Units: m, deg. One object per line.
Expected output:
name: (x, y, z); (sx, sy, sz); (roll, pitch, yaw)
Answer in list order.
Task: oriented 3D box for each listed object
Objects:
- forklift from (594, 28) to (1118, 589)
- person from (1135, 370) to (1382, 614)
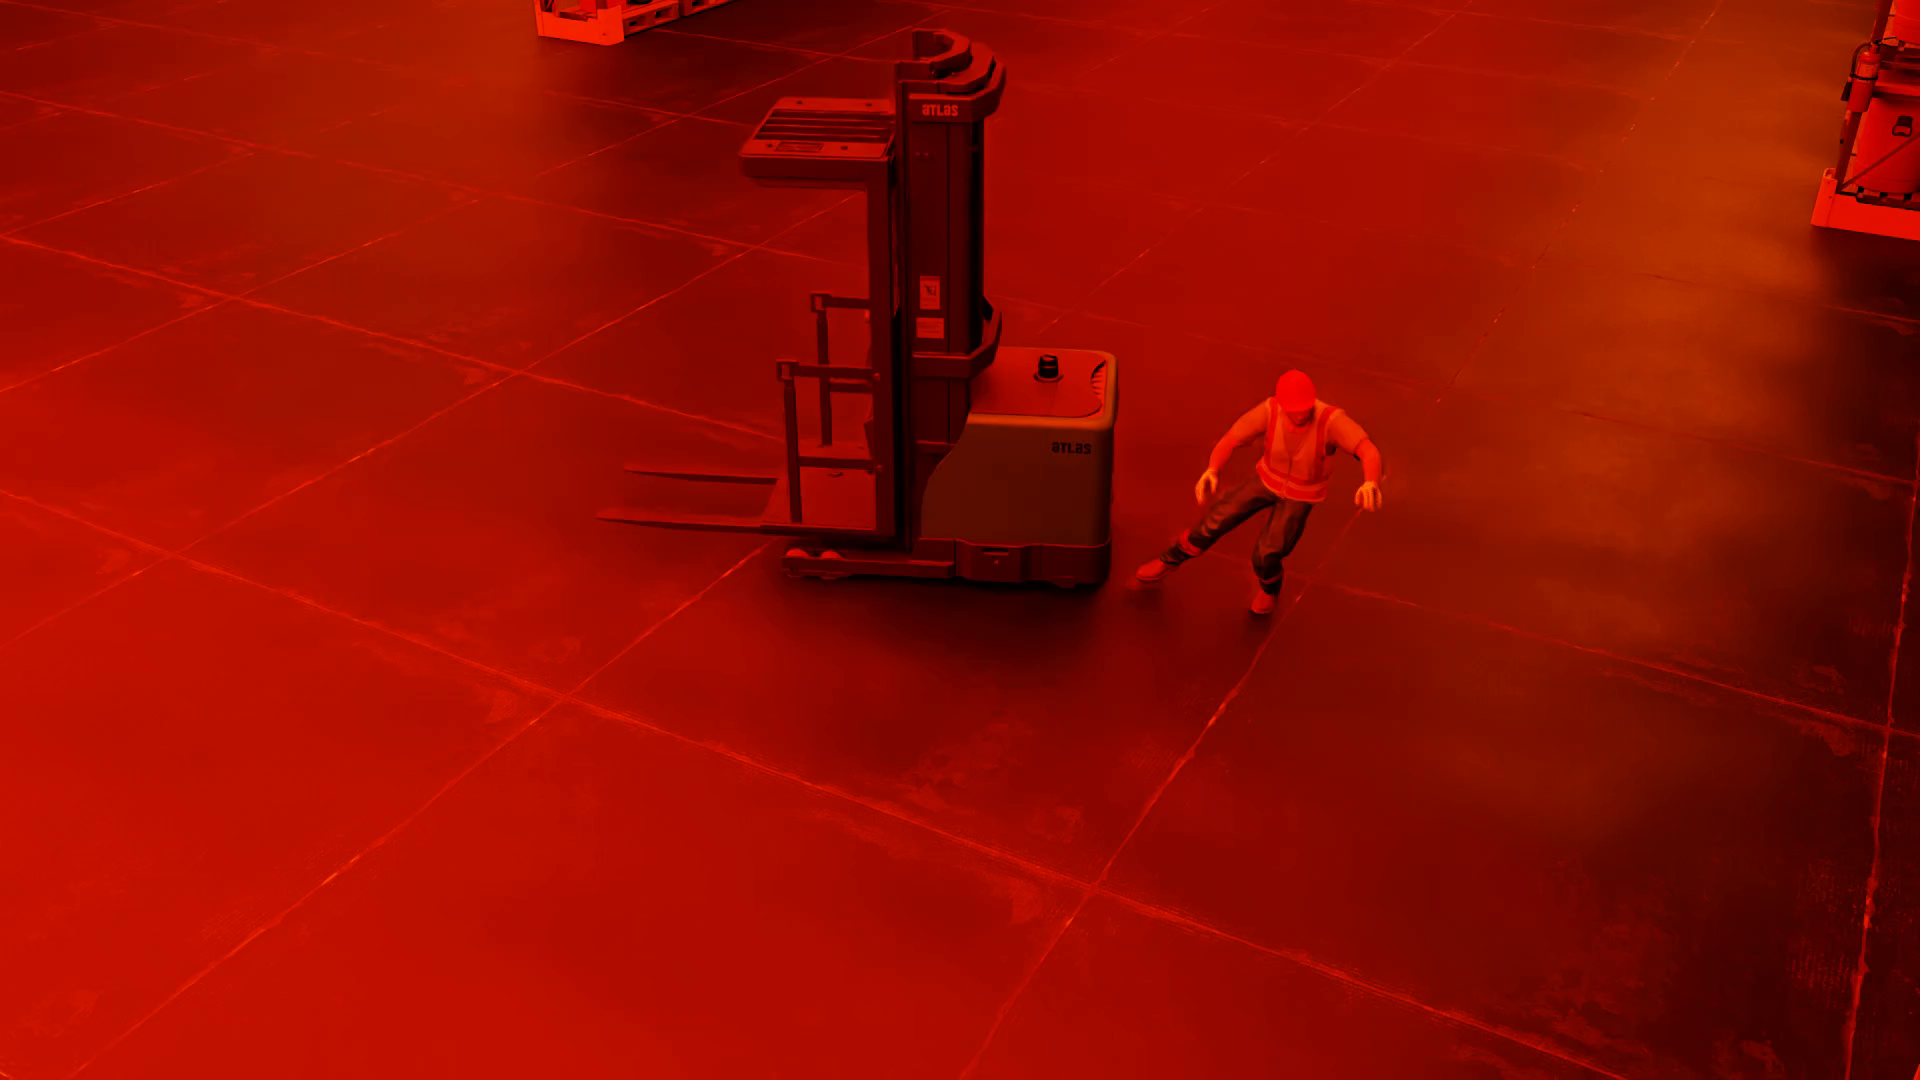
forklift: (-0.614, -1.296, 9.315); (3.031, 2.935, 1.130); (3, 30, 5)
person: (1.624, -0.227, 8.902); (1.383, 1.522, 0.848); (14, 33, 23)
